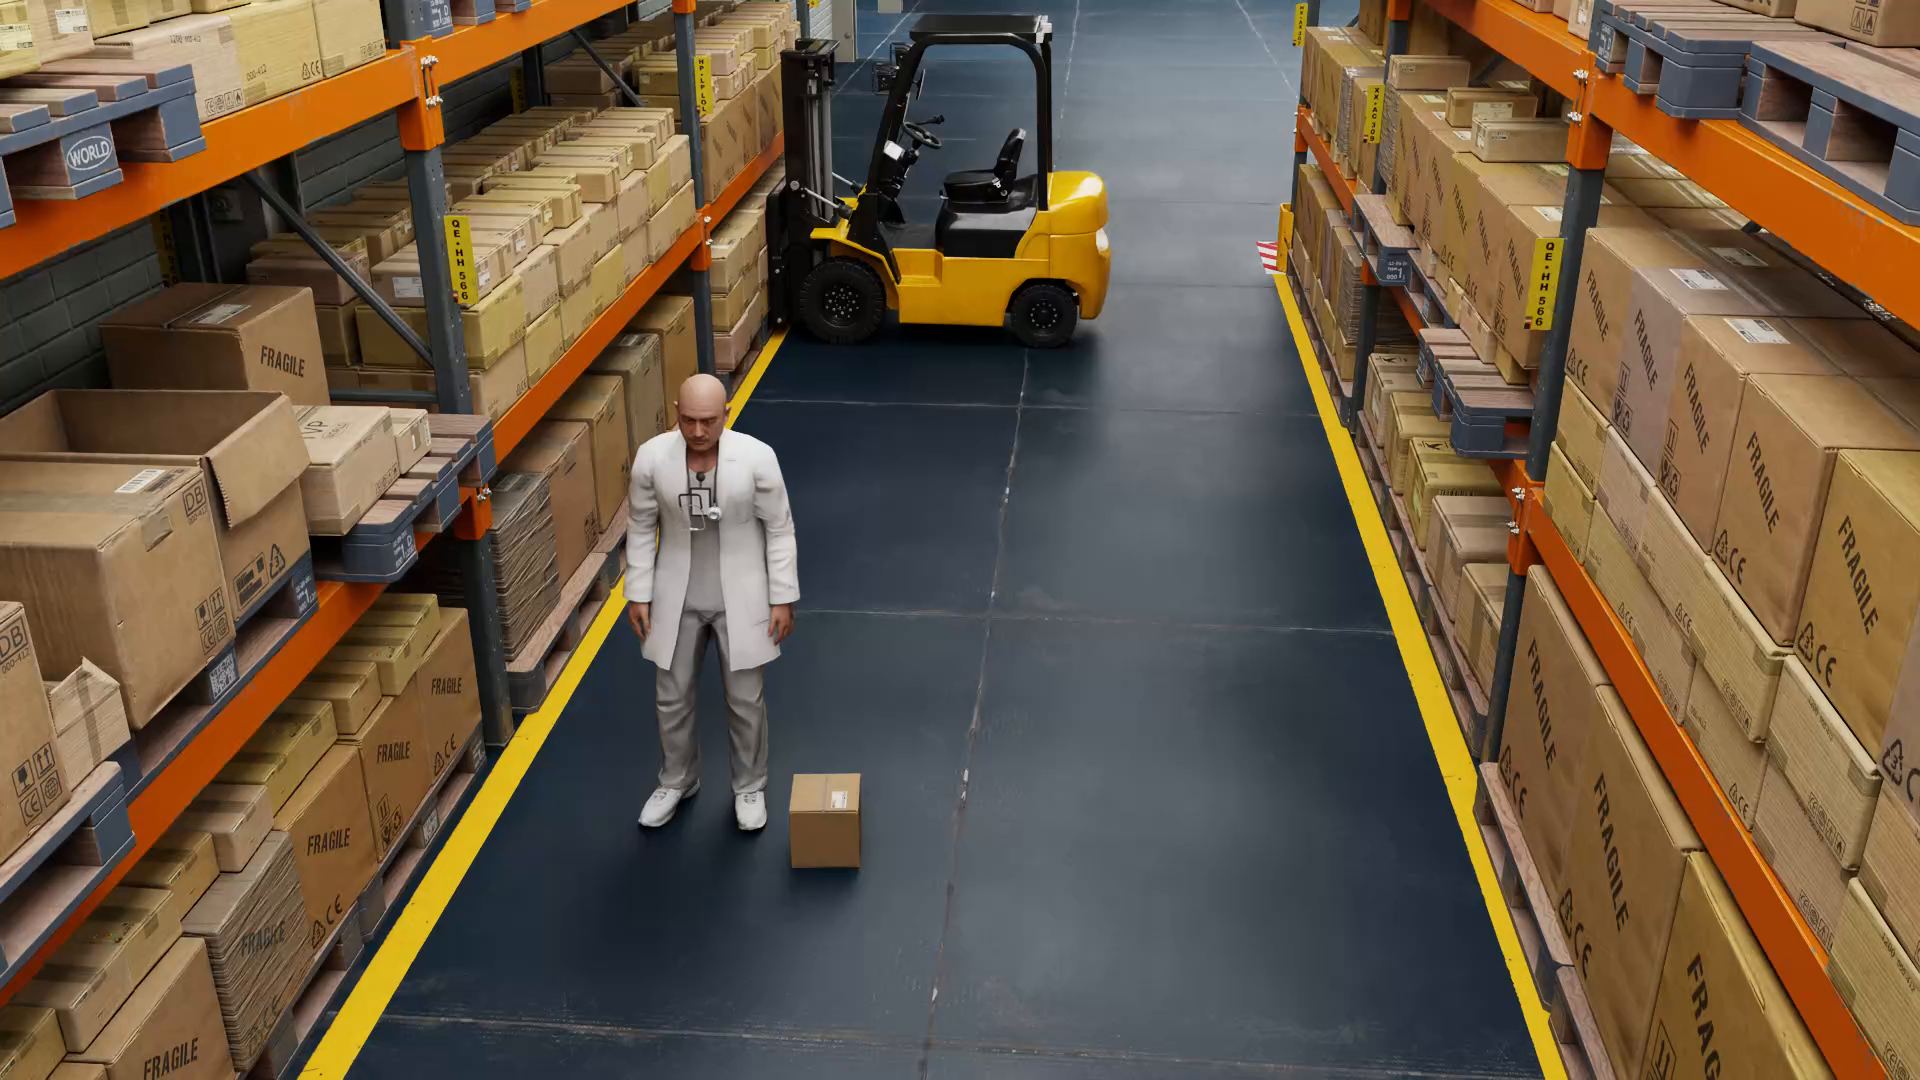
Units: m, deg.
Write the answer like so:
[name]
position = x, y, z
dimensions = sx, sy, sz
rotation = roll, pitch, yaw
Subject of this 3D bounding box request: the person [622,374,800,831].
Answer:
[person]
position = -0.917, 0.226, 6.118
dimensions = 0.642, 1.774, 0.423
rotation = 1, 24, 2
